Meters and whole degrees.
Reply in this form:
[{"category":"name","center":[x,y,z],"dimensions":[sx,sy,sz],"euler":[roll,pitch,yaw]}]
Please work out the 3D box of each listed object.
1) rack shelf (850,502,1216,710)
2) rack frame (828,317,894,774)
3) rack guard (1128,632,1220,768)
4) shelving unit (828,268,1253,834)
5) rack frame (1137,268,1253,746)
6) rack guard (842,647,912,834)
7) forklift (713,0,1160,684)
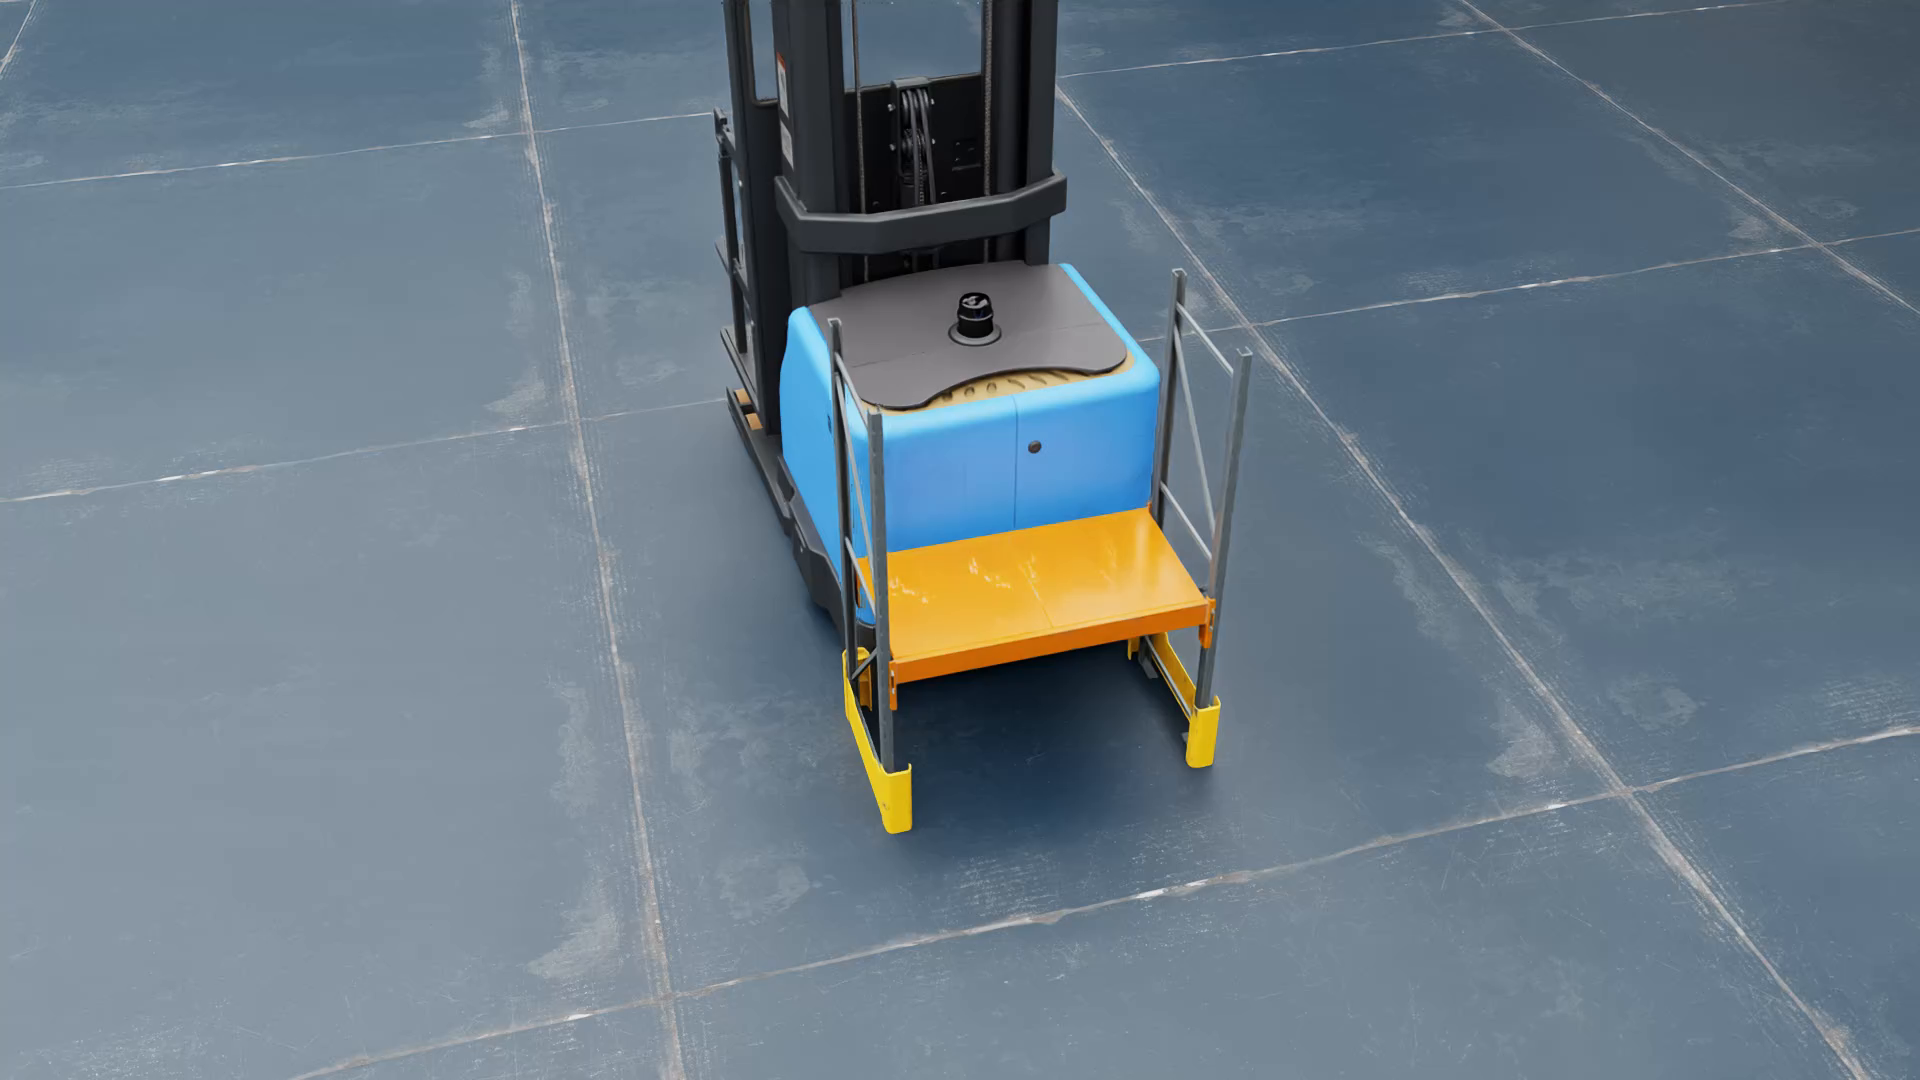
[{"category":"rack shelf","center":[0.207,0.186,5.067],"dimensions":[1.000,0.185,0.538],"euler":[-10,39,-13]},{"category":"rack frame","center":[-0.281,0.130,4.844],"dimensions":[0.032,1.500,0.500],"euler":[-10,39,-13]},{"category":"rack guard","center":[0.694,0.453,5.451],"dimensions":[0.087,0.250,0.587],"euler":[-10,39,-13]},{"category":"shelving unit","center":[0.216,0.042,4.959],"dimensions":[1.083,1.500,0.587],"euler":[-10,39,-13]},{"category":"rack frame","center":[0.695,-0.043,5.071],"dimensions":[0.032,1.500,0.500],"euler":[-10,39,-13]},{"category":"rack guard","center":[-0.262,0.622,5.229],"dimensions":[0.087,0.250,0.587],"euler":[-10,39,-13]},{"category":"forklift","center":[-0.317,-1.585,5.910],"dimensions":[1.130,2.935,3.031],"euler":[-12,39,-15]}]
